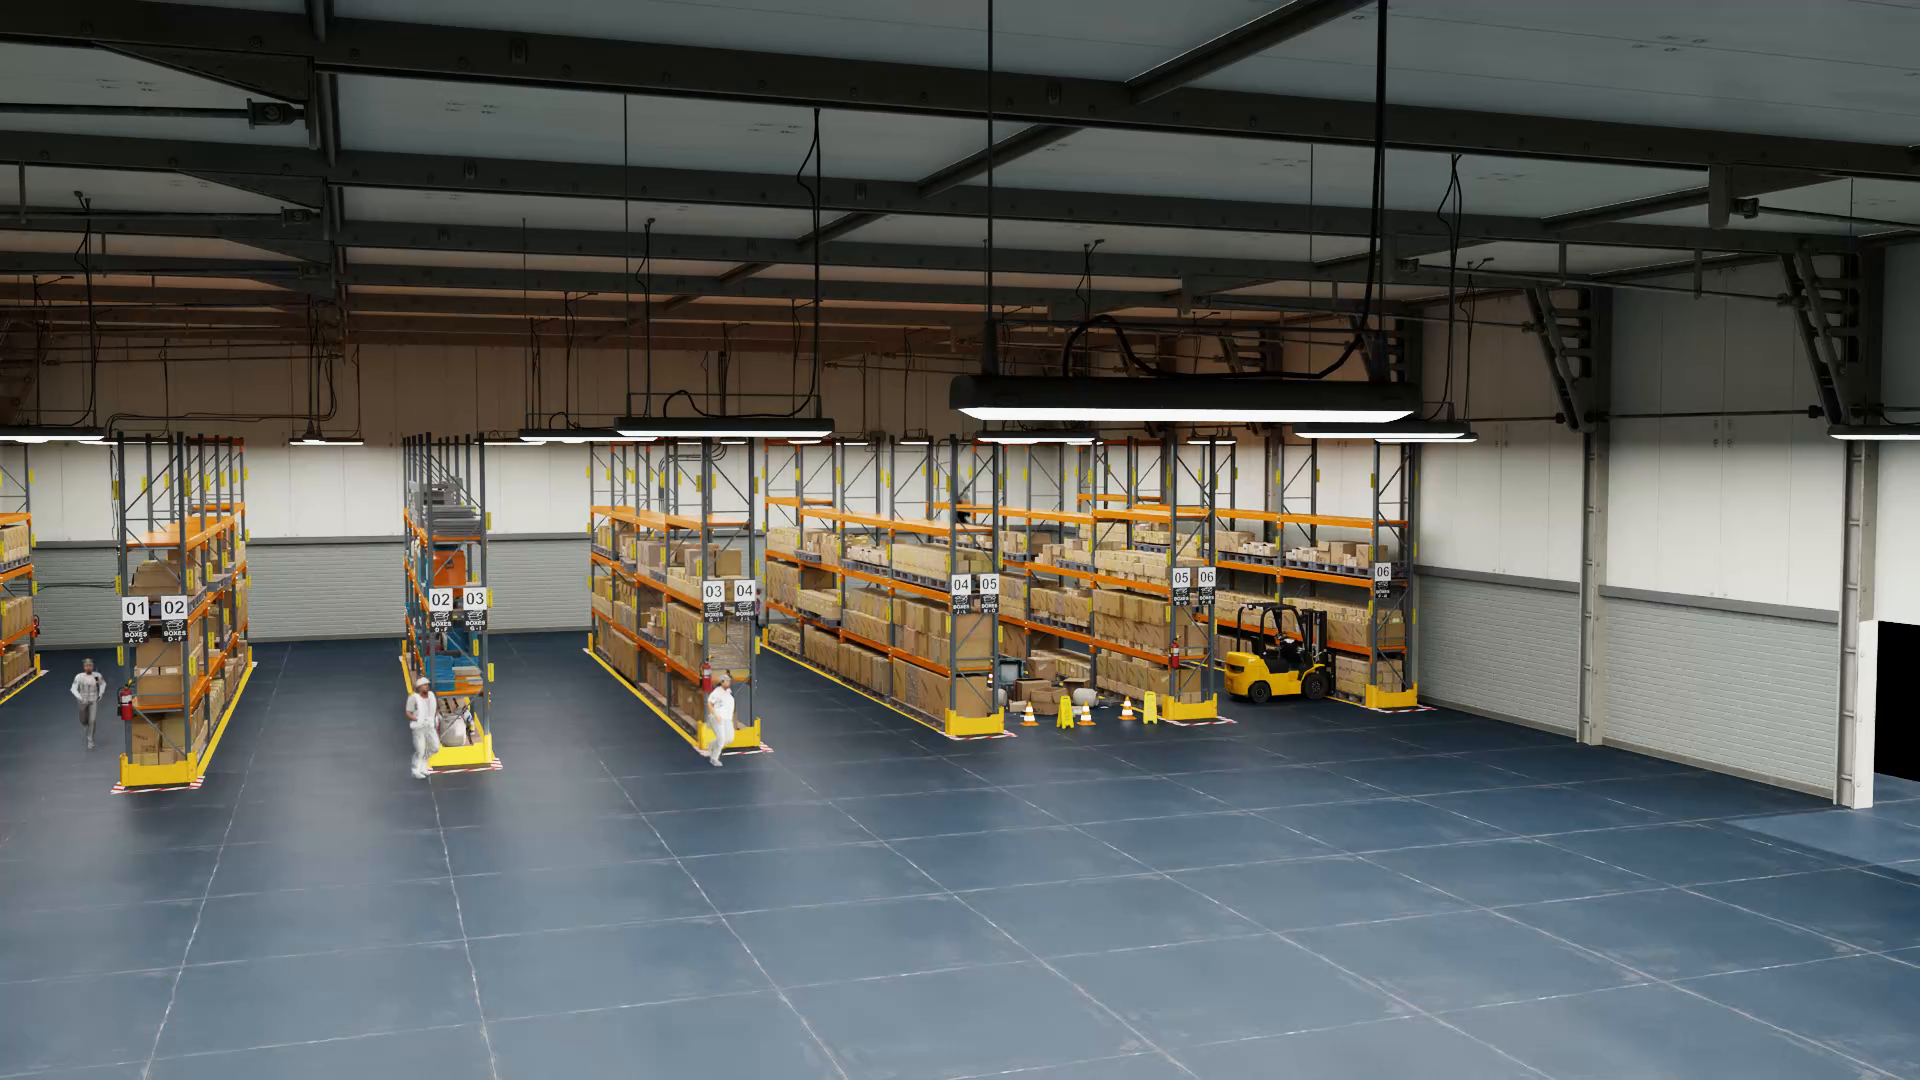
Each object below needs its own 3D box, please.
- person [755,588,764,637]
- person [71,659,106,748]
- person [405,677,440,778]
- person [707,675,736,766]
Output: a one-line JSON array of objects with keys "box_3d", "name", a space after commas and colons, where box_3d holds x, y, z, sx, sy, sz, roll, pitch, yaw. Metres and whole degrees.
[{"box_3d": [-6.149, 2.182, 49.427, 0.861, 1.547, 0.586, 0, 3, -7], "name": "person"}, {"box_3d": [-16.834, 3.129, 32.126, 0.592, 1.690, 1.025, -1, 3, -23], "name": "person"}, {"box_3d": [-9.244, 3.249, 28.806, 0.543, 1.741, 0.727, 2, 4, 35], "name": "person"}, {"box_3d": [-4.358, 3.256, 30.268, 0.546, 1.615, 0.648, 2, 4, 33], "name": "person"}]
